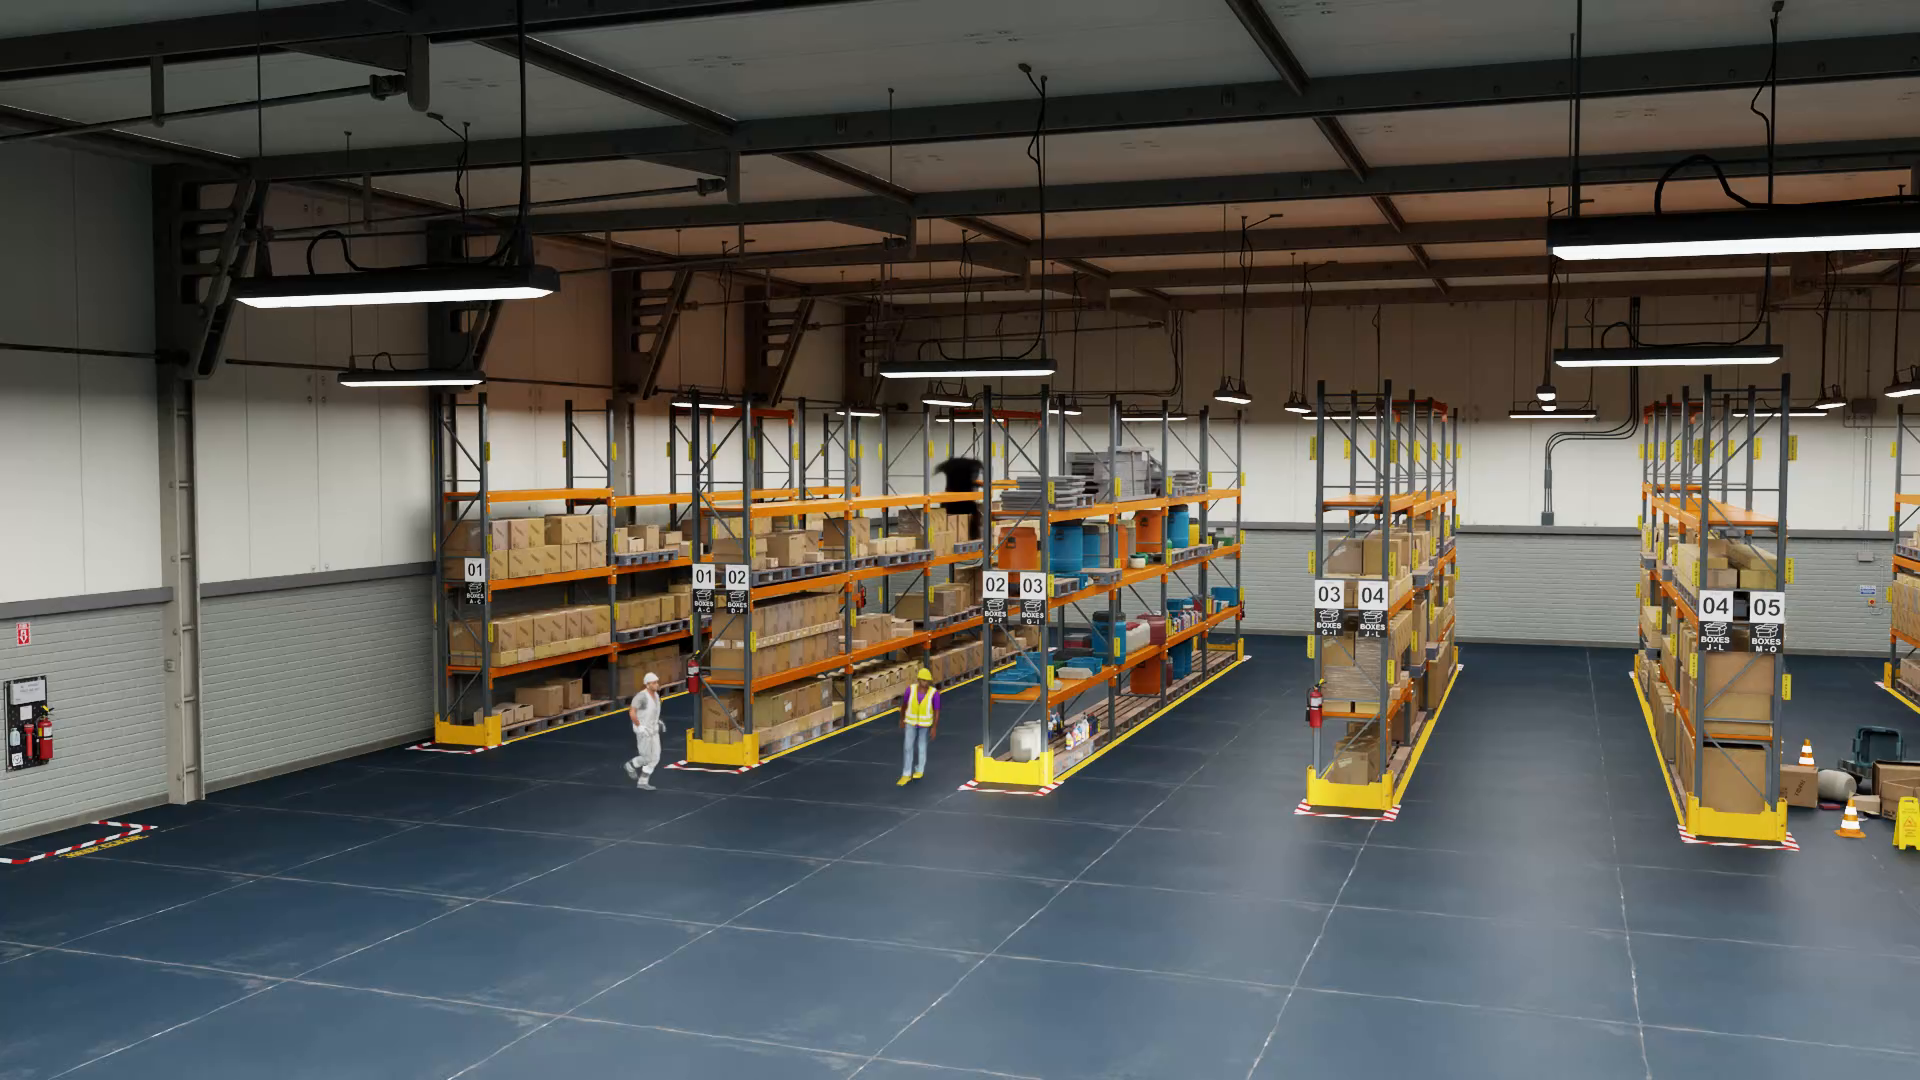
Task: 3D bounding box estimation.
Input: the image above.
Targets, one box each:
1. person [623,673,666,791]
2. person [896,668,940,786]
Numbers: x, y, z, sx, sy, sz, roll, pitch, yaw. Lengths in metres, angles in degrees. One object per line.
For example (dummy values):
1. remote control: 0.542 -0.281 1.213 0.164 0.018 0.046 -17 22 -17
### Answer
1. person: -4.730 2.823 24.638 0.661 1.730 0.682 2 4 30
2. person: -0.624 2.800 25.157 0.655 1.762 0.654 0 3 2
